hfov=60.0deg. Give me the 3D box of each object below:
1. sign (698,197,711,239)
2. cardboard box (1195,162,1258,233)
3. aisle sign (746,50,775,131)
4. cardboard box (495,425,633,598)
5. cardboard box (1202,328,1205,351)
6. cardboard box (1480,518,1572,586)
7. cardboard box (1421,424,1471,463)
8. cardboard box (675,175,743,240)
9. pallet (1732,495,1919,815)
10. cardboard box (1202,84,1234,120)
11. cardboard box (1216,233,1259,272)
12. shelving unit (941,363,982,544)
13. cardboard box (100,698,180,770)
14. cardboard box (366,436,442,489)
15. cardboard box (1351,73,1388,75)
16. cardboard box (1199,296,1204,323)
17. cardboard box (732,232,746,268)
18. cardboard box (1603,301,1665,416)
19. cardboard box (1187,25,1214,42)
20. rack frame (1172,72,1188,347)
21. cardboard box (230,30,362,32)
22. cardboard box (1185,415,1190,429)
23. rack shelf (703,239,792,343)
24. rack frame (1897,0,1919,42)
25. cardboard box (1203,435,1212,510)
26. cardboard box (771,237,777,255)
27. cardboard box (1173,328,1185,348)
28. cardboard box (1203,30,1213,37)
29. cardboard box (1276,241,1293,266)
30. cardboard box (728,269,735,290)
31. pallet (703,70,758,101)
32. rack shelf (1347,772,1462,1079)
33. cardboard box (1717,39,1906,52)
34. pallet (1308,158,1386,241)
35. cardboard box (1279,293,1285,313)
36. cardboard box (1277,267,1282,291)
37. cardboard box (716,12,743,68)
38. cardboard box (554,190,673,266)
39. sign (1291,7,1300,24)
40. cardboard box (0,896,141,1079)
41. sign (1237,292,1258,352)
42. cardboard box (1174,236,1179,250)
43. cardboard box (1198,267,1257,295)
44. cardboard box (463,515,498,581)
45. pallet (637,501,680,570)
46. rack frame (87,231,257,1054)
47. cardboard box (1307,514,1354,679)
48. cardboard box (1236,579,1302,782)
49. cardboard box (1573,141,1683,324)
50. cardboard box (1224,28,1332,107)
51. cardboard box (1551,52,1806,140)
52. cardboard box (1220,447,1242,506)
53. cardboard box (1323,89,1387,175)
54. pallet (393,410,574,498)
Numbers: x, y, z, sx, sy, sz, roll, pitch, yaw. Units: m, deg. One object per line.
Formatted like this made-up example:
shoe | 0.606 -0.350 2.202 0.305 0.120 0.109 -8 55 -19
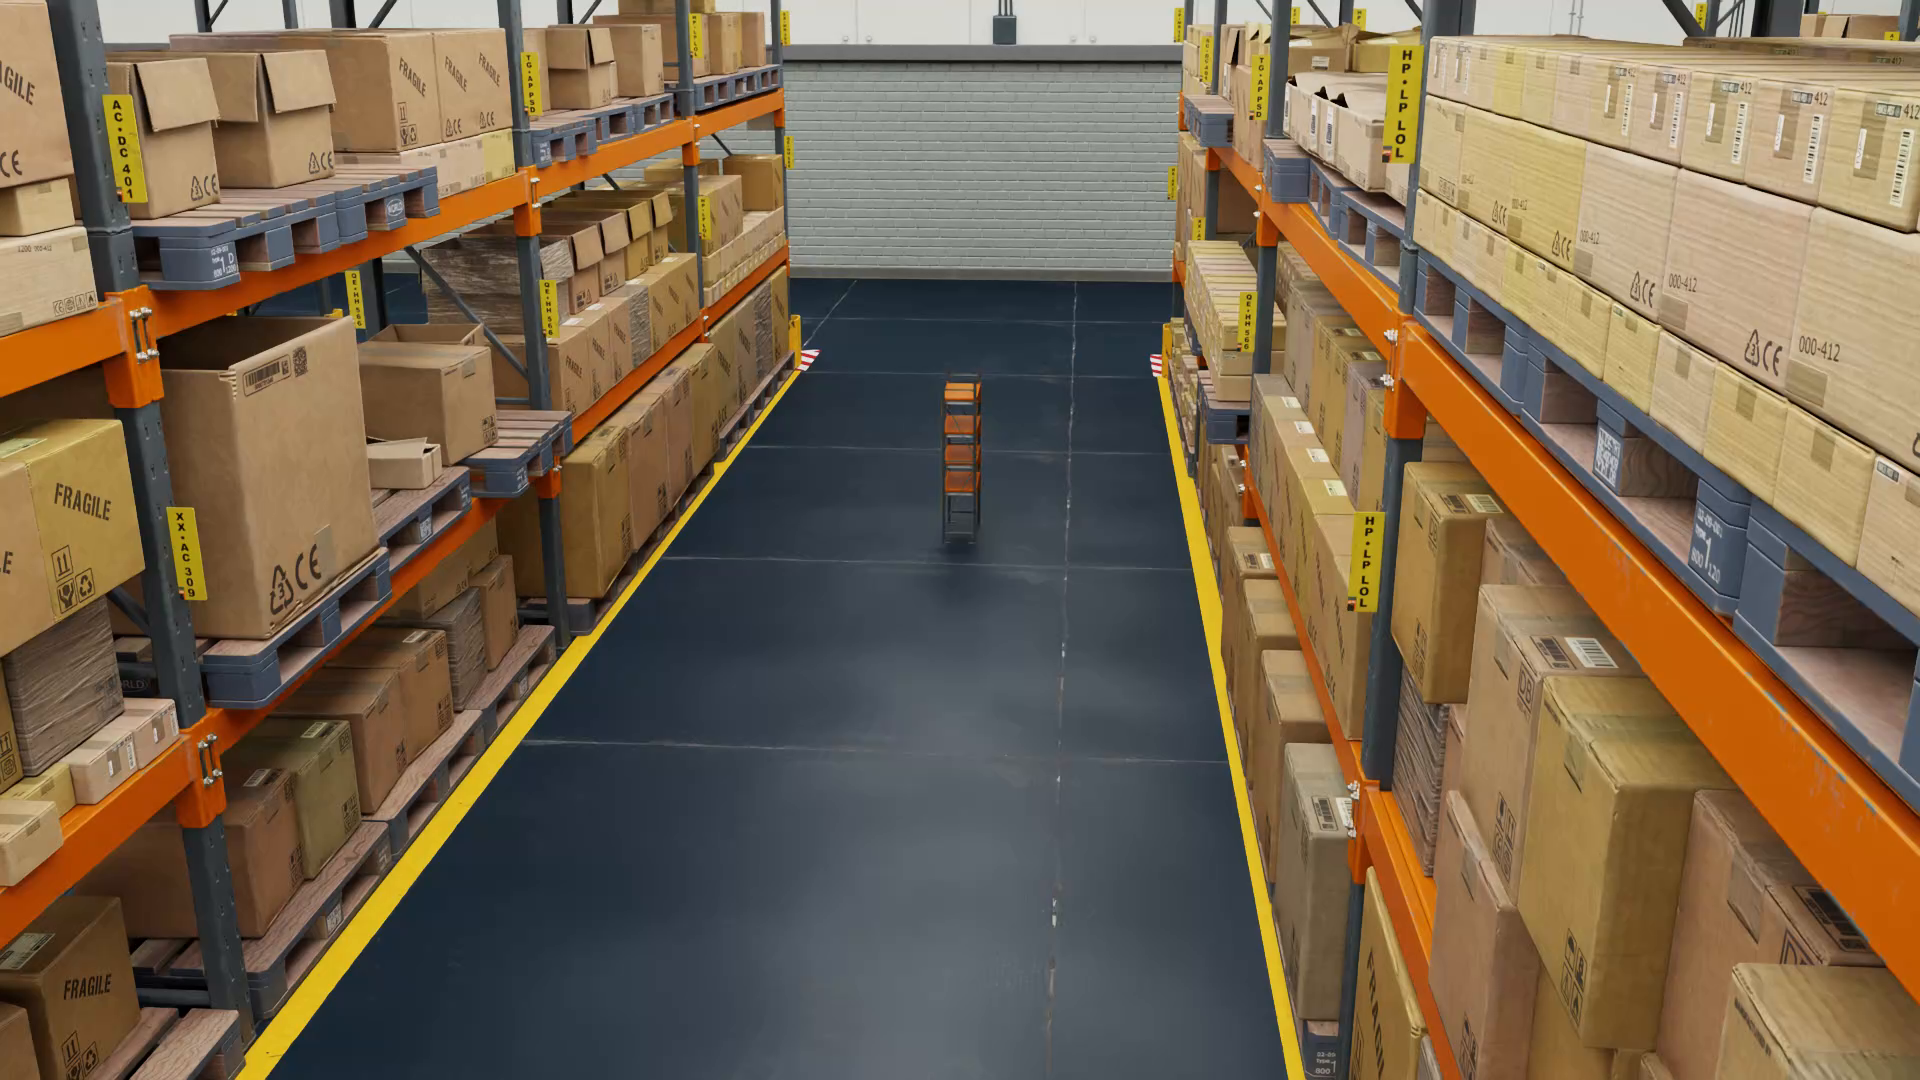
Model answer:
sign | -2.020 -2.539 13.122 0.100 0.325 0.005 1 18 4
cardboard box | 2.142 -2.710 13.131 0.500 0.500 0.500 1 18 2
aisle sign | -1.970 -4.529 16.752 0.394 0.787 0.004 1 18 4
cardboard box | -2.778 -0.197 10.445 1.225 0.875 0.875 0 18 1
cardboard box | 1.766 -1.293 10.781 0.380 0.149 0.250 2 18 6
cardboard box | 1.821 0.294 4.234 0.875 0.550 0.550 1 18 4
cardboard box | 1.835 -0.086 5.601 0.700 0.500 0.500 1 18 3
cardboard box | -2.196 -2.920 14.575 0.500 0.500 0.500 1 18 2
pallet | 1.561 0.220 1.761 1.003 0.211 1.213 1 18 4
cardboard box | 2.144 -3.406 12.924 0.500 0.250 0.500 2 18 5
cardboard box | 2.131 -2.239 13.300 0.500 0.500 0.500 1 18 4
shelving unit | 0.012 -0.622 11.893 0.258 1.200 0.503 1 18 4
cardboard box | -2.857 0.642 5.551 0.380 0.149 0.250 1 18 4
cardboard box | -2.698 -0.405 7.883 0.396 0.266 0.258 1 18 2
cardboard box | 2.398 -2.296 9.133 0.500 0.500 0.500 1 18 4
cardboard box | 1.781 -1.517 10.987 0.380 0.149 0.250 1 18 3
cardboard box | -2.194 -2.561 14.685 0.500 0.250 0.500 2 18 5
cardboard box | 1.314 -0.304 2.785 0.380 0.149 0.250 2 18 5
cardboard box | 2.286 -4.660 15.308 0.380 0.149 0.250 1 18 4
rack frame | 2.665 -3.136 16.676 1.000 3.000 0.127 1 18 4
cardboard box | -3.179 -2.206 8.058 0.500 0.500 0.500 1 18 4
cardboard box | 2.123 -1.030 14.153 0.380 0.149 0.250 1 18 2
rack shelf | -2.418 -2.315 15.326 1.077 0.370 4.000 1 18 4
rack frame | 7.323 -4.665 11.709 1.000 3.000 0.127 1 18 4
cardboard box | 2.025 -0.517 12.024 0.500 0.500 0.500 2 18 6
cardboard box | -2.008 -2.881 16.303 0.380 0.149 0.250 1 18 4
cardboard box | 2.243 -1.944 15.989 0.380 0.149 0.250 1 18 4
cardboard box | 2.112 -3.937 13.101 0.380 0.149 0.250 1 18 4
cardboard box | 2.544 -2.127 12.372 0.380 0.149 0.250 2 18 6
cardboard box | -2.154 -2.246 14.363 0.380 0.149 0.250 1 18 2
pallet | -2.402 -4.051 14.793 1.003 0.211 1.213 1 18 4
rack shelf | 1.662 1.554 3.518 1.077 0.370 4.000 1 18 4
cardboard box | 2.078 -1.142 4.061 0.380 0.149 0.250 1 18 4
pallet | 2.021 -1.438 6.981 1.003 0.211 1.213 2 18 6
cardboard box | 2.510 -1.688 11.986 0.380 0.149 0.250 1 18 4
cardboard box | 2.529 -1.905 12.171 0.380 0.149 0.250 1 18 4
cardboard box | -2.419 -4.663 15.524 0.700 0.500 0.500 1 18 2
cardboard box | -2.599 -2.361 12.540 0.797 0.503 0.637 1 18 2
sign | 3.217 -4.963 16.014 0.100 0.325 0.005 1 18 4
cardboard box | -3.204 1.561 5.683 0.500 0.500 0.500 1 18 2
sign | 1.550 -1.173 8.953 0.100 0.325 0.005 1 18 4
cardboard box | 2.315 -2.923 16.430 0.380 0.149 0.250 1 18 3
cardboard box | 1.800 -1.743 11.198 0.380 0.149 0.250 2 18 6
cardboard box | -2.866 0.038 9.094 0.500 0.250 0.500 2 18 6
pallet | -2.626 -0.089 11.856 1.003 0.211 1.213 1 18 4
rack frame | -3.135 0.449 5.735 1.000 3.000 0.127 1 18 4
cardboard box | 1.612 0.219 6.278 0.500 0.500 0.500 1 18 3
cardboard box | 1.899 0.677 7.978 1.050 0.750 0.750 2 18 5
cardboard box | 1.385 -0.535 2.850 0.500 0.250 0.500 1 18 4
cardboard box | 2.137 -3.091 10.881 0.797 0.503 0.637 1 18 3
cardboard box | 1.350 -0.840 3.140 0.380 0.149 0.250 1 18 4
cardboard box | 1.905 -0.395 10.446 0.500 0.250 0.500 2 18 5
cardboard box | 1.711 -1.588 6.444 0.500 0.311 0.500 1 18 2
pallet | -2.793 -0.478 8.874 1.213 0.211 1.003 1 18 4
